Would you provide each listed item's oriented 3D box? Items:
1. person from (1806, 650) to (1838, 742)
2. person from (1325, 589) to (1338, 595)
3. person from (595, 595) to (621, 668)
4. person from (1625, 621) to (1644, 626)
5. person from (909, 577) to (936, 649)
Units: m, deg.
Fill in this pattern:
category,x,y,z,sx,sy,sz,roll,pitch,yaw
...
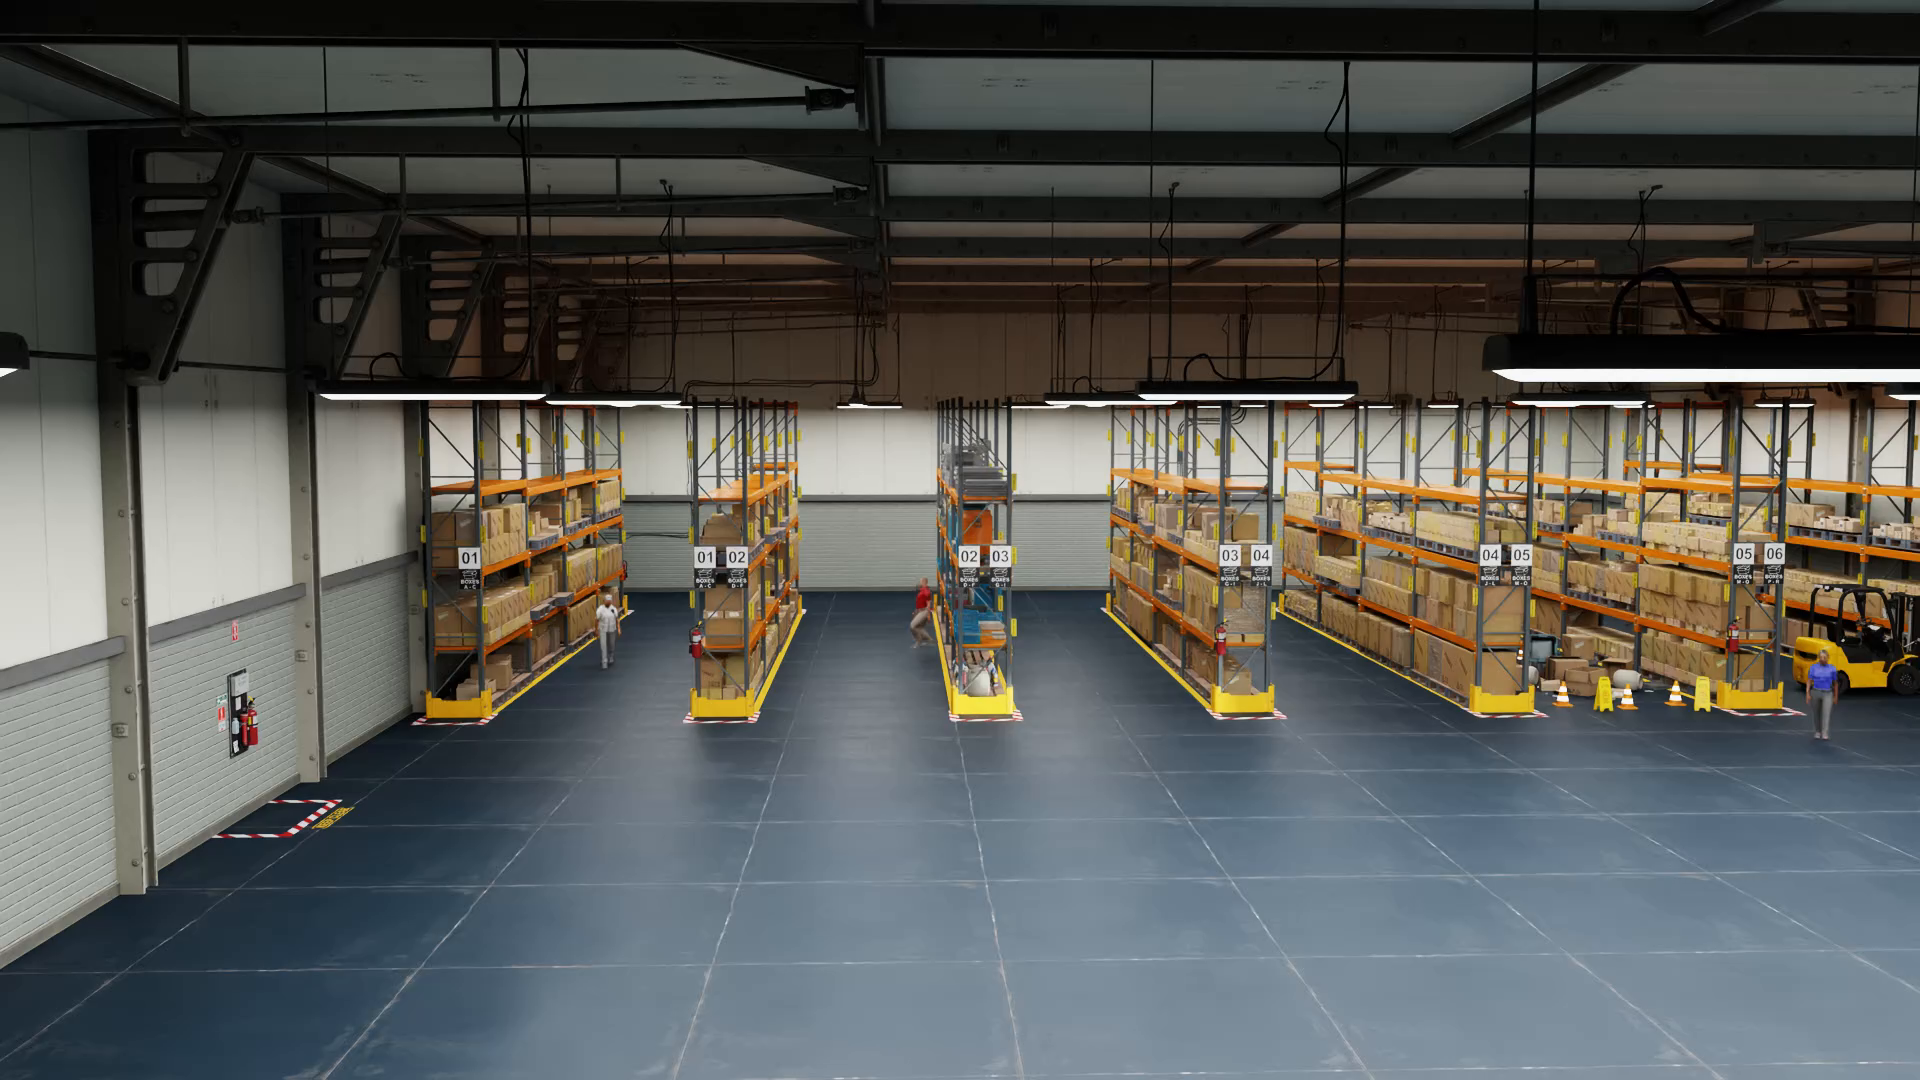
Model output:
category,x,y,z,sx,sy,sz,roll,pitch,yaw
person,14.863,2.690,28.698,0.471,1.597,1.059,3,5,36
person,11.073,1.062,49.242,0.502,1.677,0.475,-1,4,-8
person,-7.897,2.020,37.252,0.553,1.591,1.056,-1,5,-18
person,18.082,1.483,44.323,0.492,1.643,0.566,-3,5,-31
person,-0.878,1.683,38.575,0.636,1.634,0.577,-1,4,-9
